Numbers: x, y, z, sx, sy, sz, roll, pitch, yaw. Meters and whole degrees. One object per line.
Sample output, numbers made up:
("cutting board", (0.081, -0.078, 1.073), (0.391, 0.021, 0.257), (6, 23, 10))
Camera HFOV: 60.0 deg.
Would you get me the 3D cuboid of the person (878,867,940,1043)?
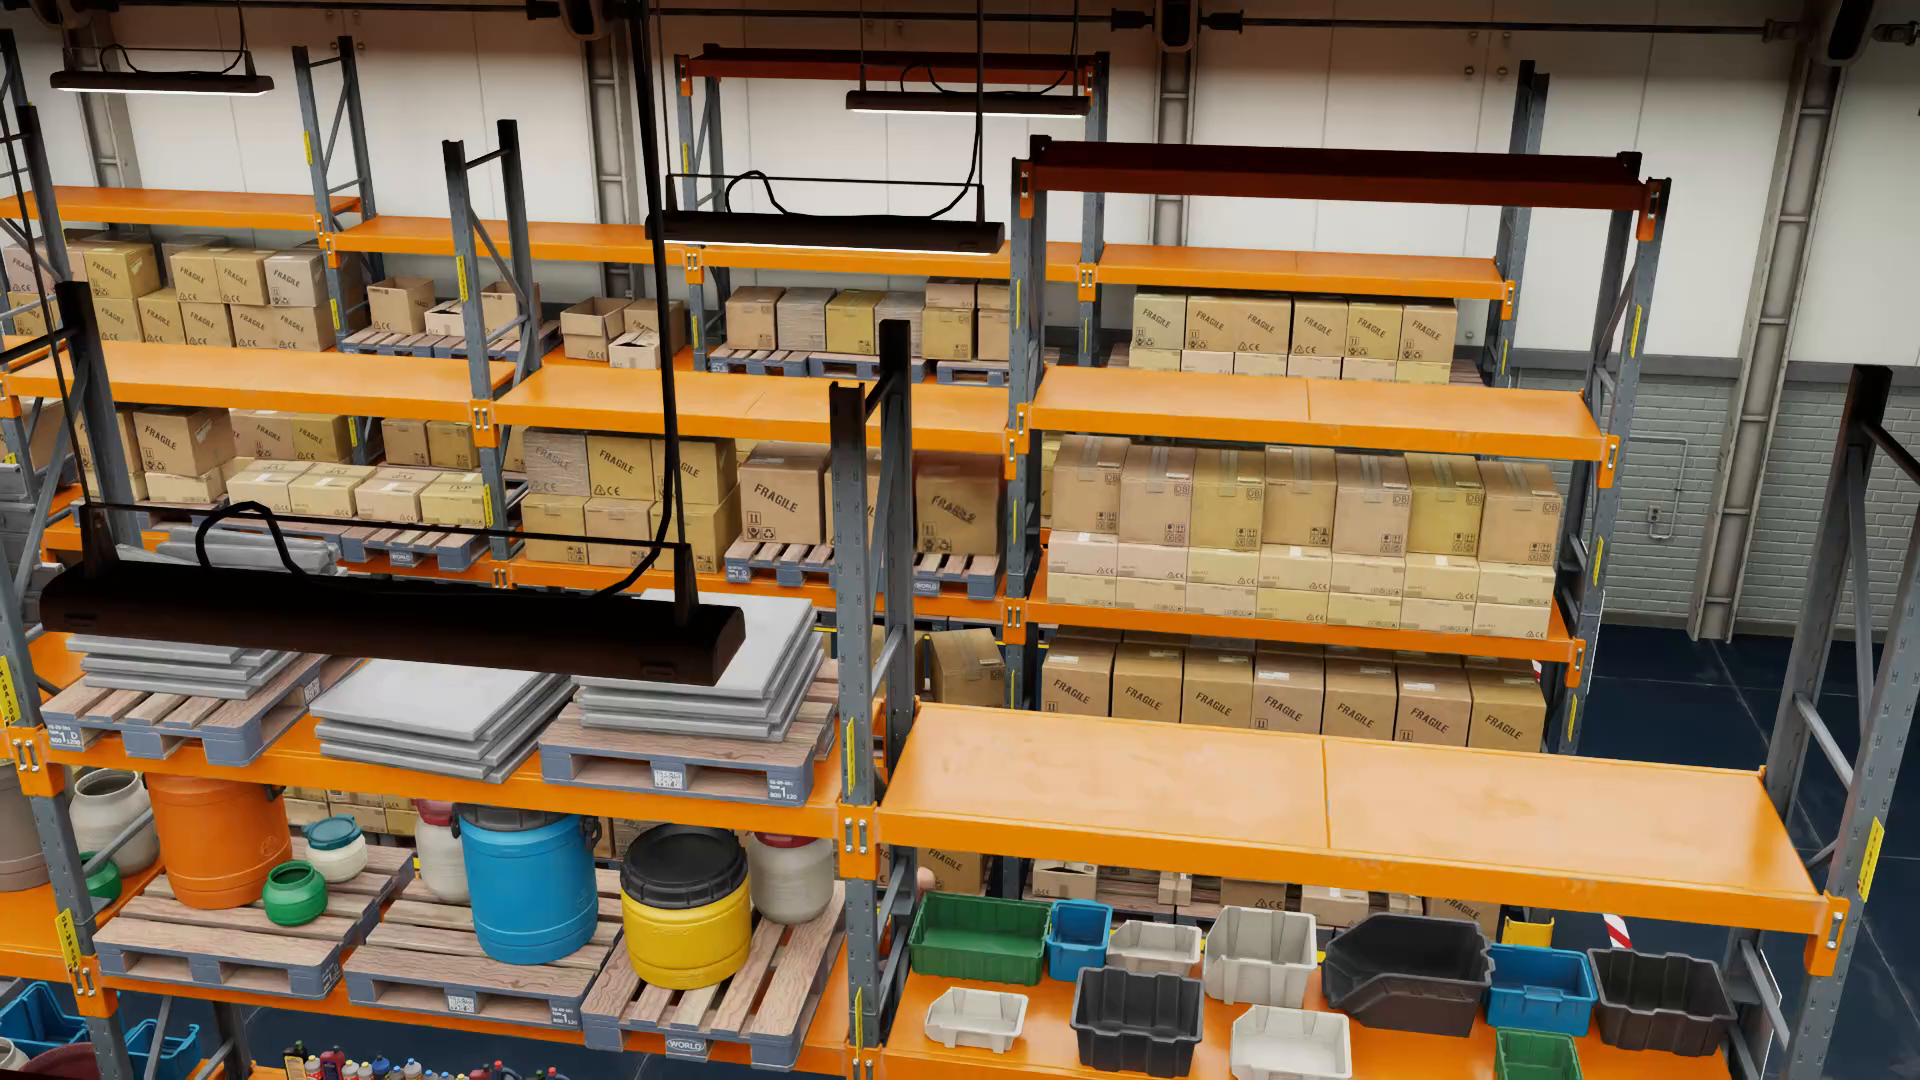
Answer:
("person", (-0.330, 2.826, 11.064), (1.030, 1.521, 0.593), (6, 24, 14))
